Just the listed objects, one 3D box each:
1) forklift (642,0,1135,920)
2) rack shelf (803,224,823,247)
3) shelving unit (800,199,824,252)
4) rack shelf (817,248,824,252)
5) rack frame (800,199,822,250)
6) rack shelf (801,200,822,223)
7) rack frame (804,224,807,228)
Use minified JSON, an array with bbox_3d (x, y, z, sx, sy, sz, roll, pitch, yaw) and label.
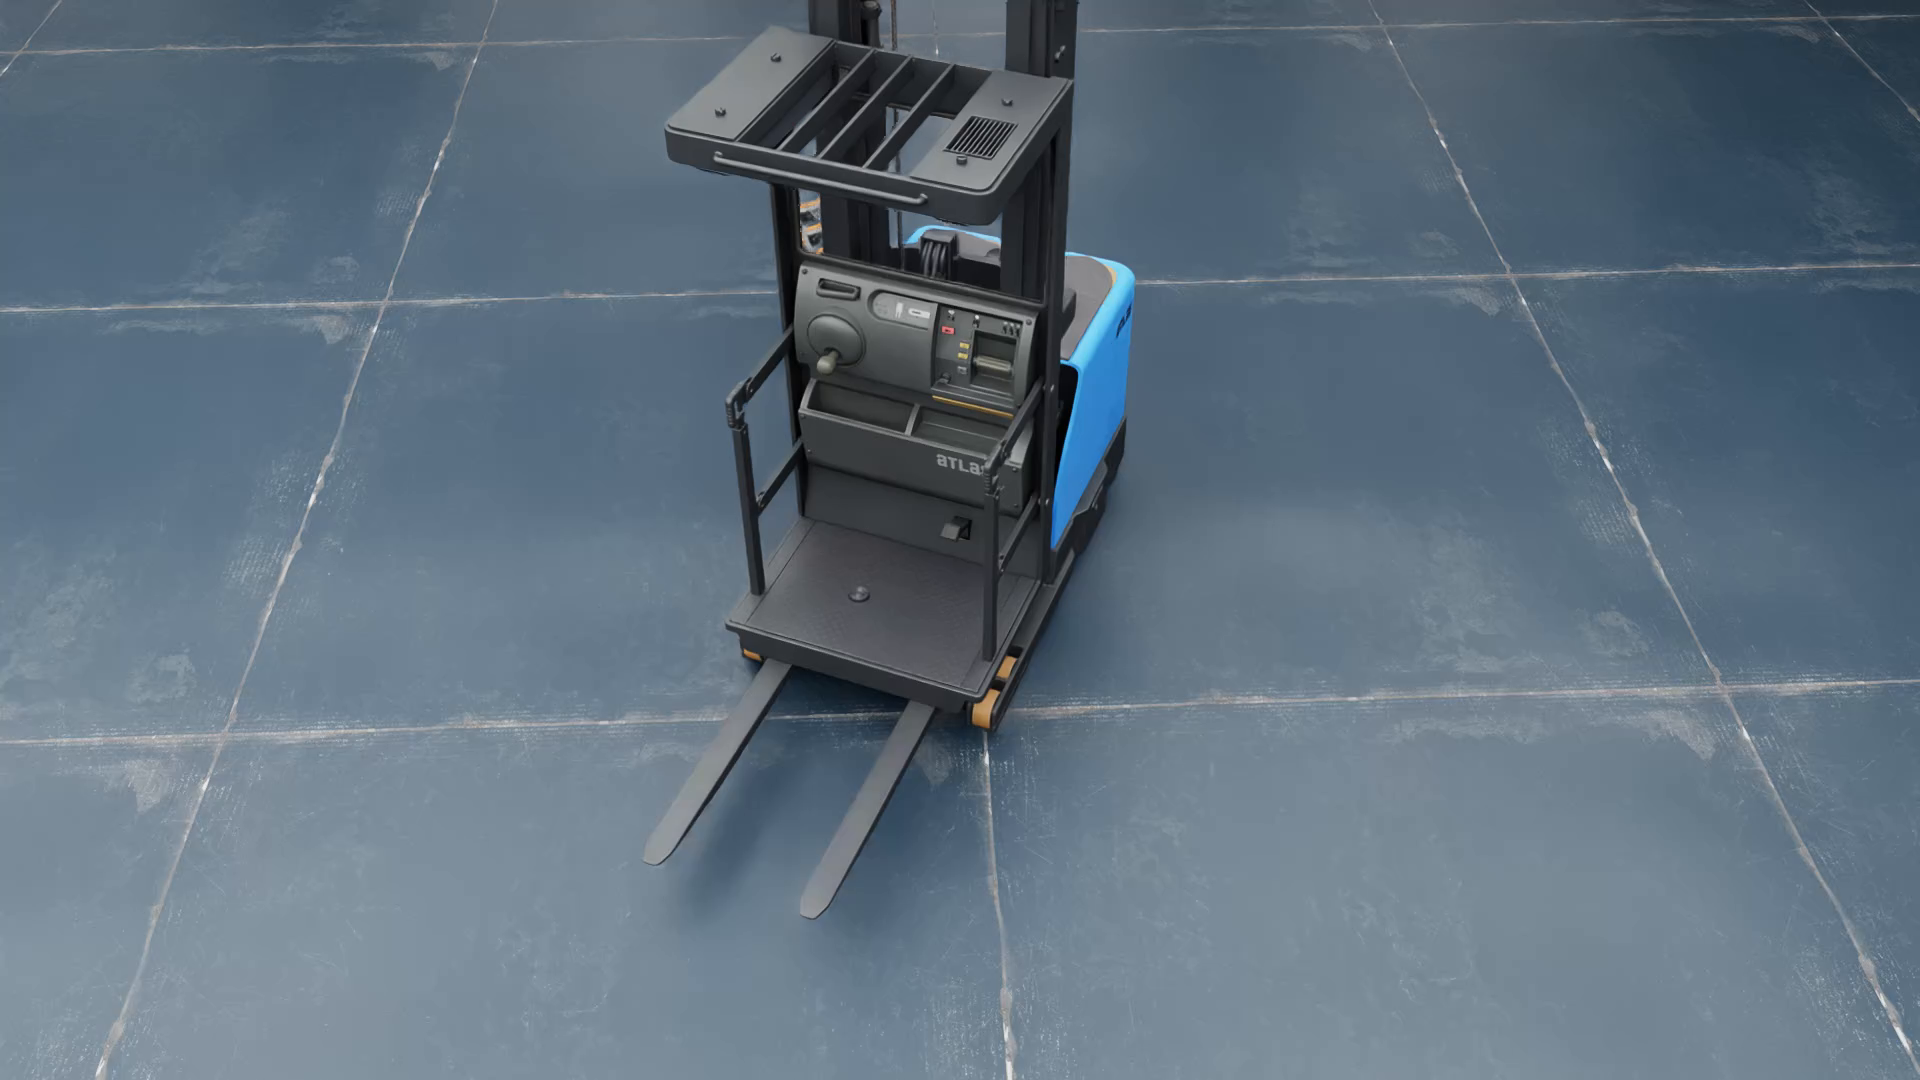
[{"bbox_3d":[-0.250,-0.658,5.948,1.130,2.935,3.031,15,45,16],"label":"forklift"},{"bbox_3d":[-0.672,-1.487,8.203,0.258,0.180,0.103,-18,82,-19],"label":"rack shelf"},{"bbox_3d":[-0.604,-1.306,8.177,0.258,0.189,1.200,-18,82,-19],"label":"shelving unit"},{"bbox_3d":[-0.630,-1.376,8.187,0.258,0.180,0.103,-18,82,-19],"label":"rack shelf"},{"bbox_3d":[-0.580,-1.327,8.091,0.240,0.006,1.200,-18,82,-19],"label":"rack frame"},{"bbox_3d":[-0.714,-1.598,8.218,0.258,0.180,0.103,-18,82,-19],"label":"rack shelf"},{"bbox_3d":[-0.627,-1.285,8.263,0.240,0.006,1.200,-18,82,-19],"label":"rack frame"}]
